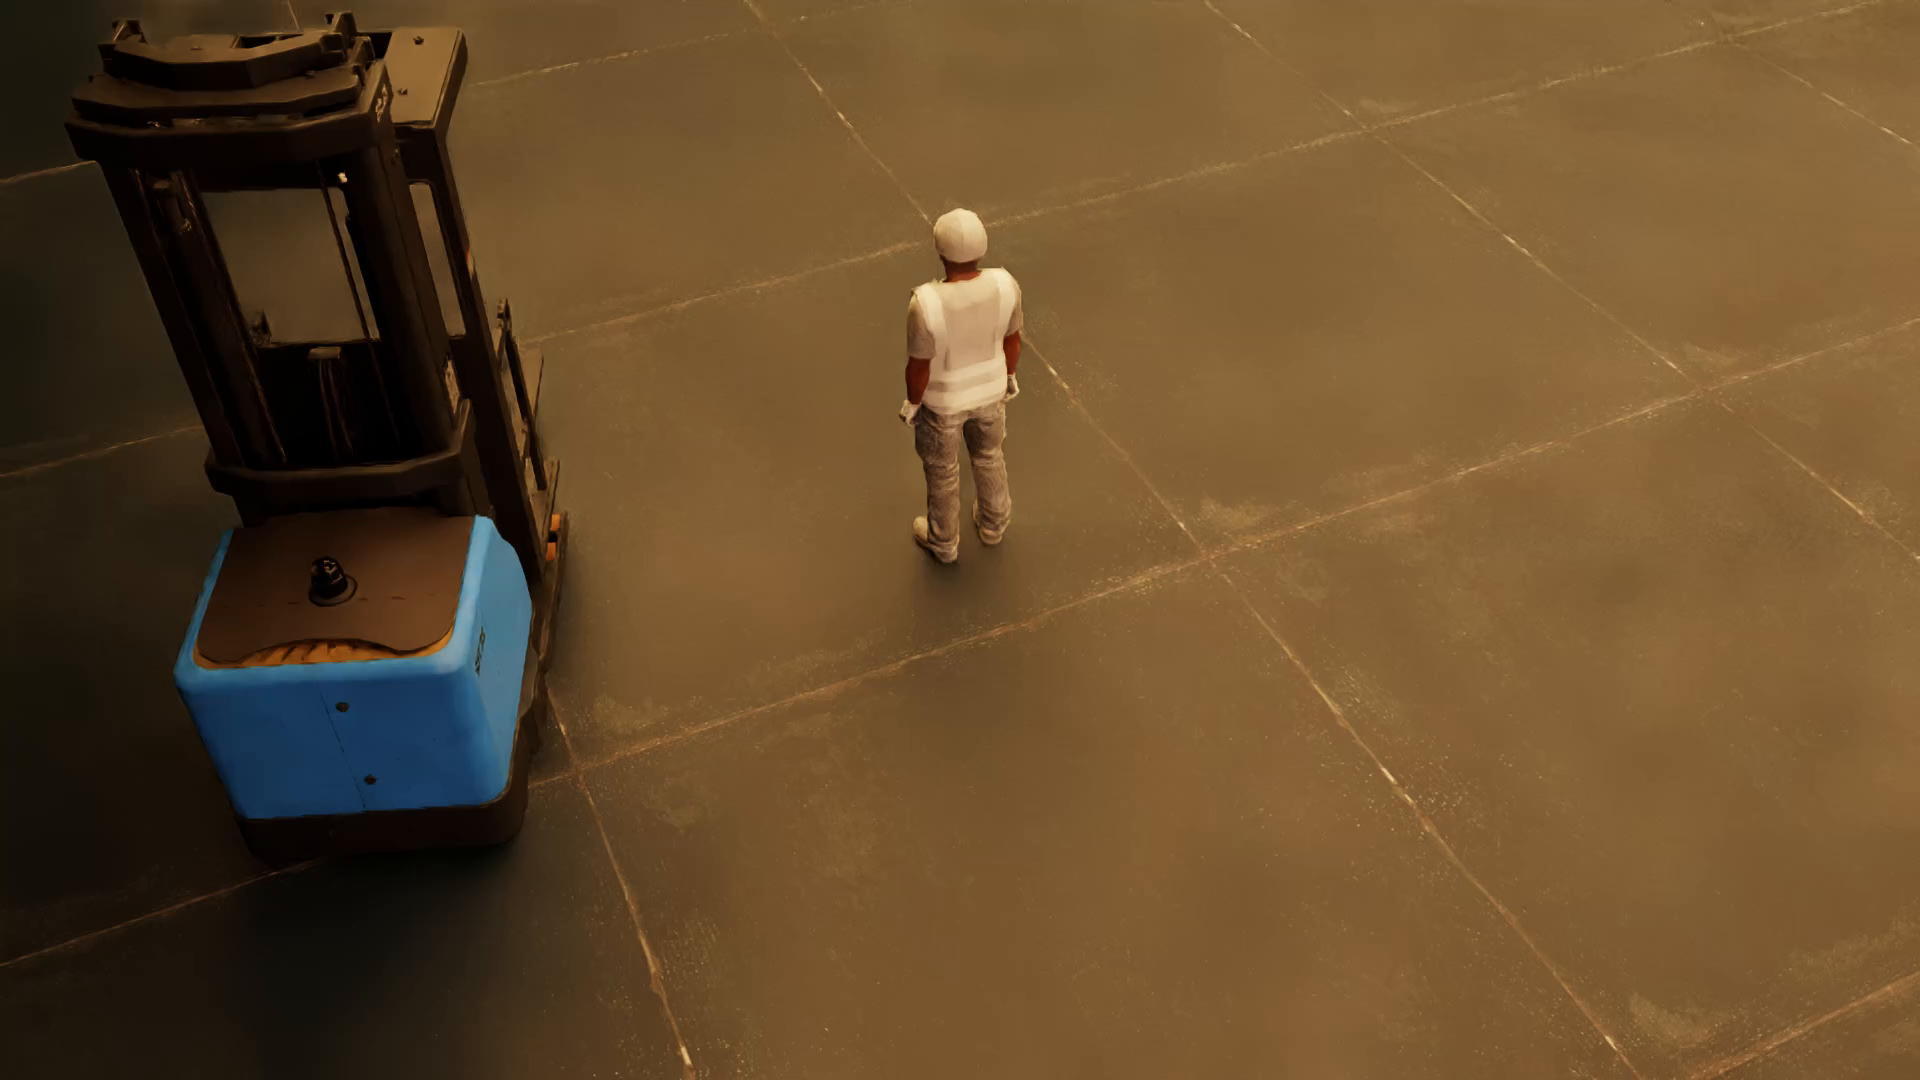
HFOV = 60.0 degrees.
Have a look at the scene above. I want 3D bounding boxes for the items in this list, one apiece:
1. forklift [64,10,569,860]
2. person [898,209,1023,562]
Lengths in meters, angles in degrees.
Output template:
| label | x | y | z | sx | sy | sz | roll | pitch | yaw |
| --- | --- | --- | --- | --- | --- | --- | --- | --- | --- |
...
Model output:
| label | x | y | z | sx | sy | sz | roll | pitch | yaw |
| --- | --- | --- | --- | --- | --- | --- | --- | --- | --- |
| forklift | -2.365 | -0.841 | 6.582 | 1.130 | 2.935 | 3.031 | -3 | 43 | -4 |
| person | -0.007 | -0.661 | 7.227 | 0.546 | 1.790 | 0.365 | -18 | 46 | -18 |
